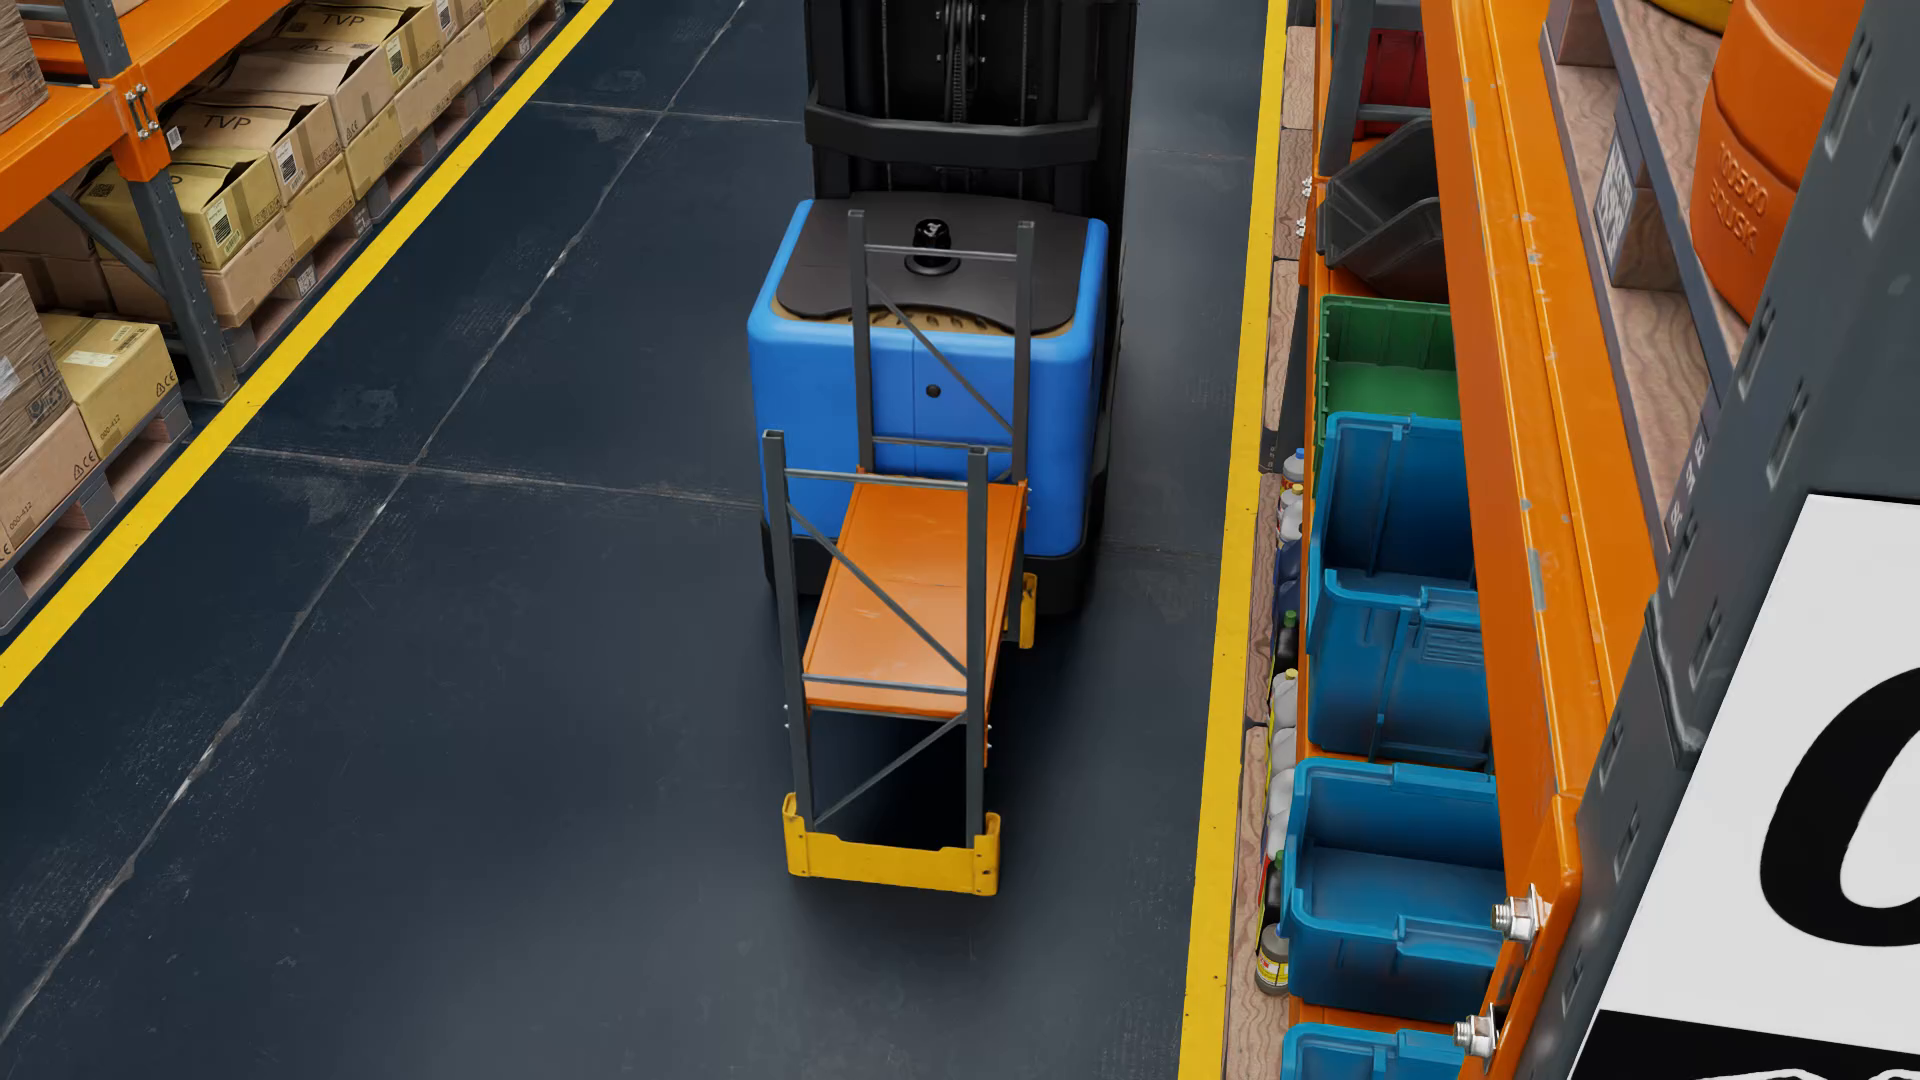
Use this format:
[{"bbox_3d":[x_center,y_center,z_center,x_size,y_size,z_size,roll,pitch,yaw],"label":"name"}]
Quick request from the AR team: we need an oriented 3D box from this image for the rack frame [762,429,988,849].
[{"bbox_3d":[-0.188,0.363,4.134,0.500,1.500,0.032,5,40,6],"label":"rack frame"}]

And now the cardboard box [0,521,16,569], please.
[{"bbox_3d":[-3.331,0.077,5.131,0.500,0.250,0.500,6,40,8],"label":"cardboard box"}]

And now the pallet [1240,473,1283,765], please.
[{"bbox_3d":[1.423,0.276,5.250,1.003,0.211,1.213,6,40,8],"label":"pallet"}]

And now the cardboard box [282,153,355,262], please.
[{"bbox_3d":[-2.894,-1.413,6.933,0.500,0.250,0.500,7,40,9],"label":"cardboard box"}]

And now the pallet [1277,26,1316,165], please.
[{"bbox_3d":[2.100,-2.169,8.208,1.003,0.211,1.213,6,40,8],"label":"pallet"}]

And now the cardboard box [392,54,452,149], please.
[{"bbox_3d":[-2.718,-2.057,7.712,0.500,0.250,0.500,7,40,9],"label":"cardboard box"}]

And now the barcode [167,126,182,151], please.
[{"bbox_3d":[-2.844,-1.454,6.018,0.001,0.075,0.075,6,40,8],"label":"barcode"}]

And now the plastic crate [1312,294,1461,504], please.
[{"bbox_3d":[1.067,-0.313,3.941,0.450,0.188,0.662,6,40,8],"label":"plastic crate"}]

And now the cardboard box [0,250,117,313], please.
[{"bbox_3d":[-3.512,-1.158,6.625,0.500,0.250,0.500,6,40,7],"label":"cardboard box"}]

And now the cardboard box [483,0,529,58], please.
[{"bbox_3d":[-2.542,-2.696,8.485,0.500,0.250,0.500,6,40,7],"label":"cardboard box"}]

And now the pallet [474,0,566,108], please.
[{"bbox_3d":[-2.786,-2.687,8.835,1.003,0.211,1.213,6,40,8],"label":"pallet"}]

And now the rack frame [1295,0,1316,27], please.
[{"bbox_3d":[2.272,-3.726,7.902,1.000,3.000,0.127,6,40,8],"label":"rack frame"}]

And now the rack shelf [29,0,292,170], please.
[{"bbox_3d":[-2.952,-2.742,7.277,1.077,0.370,4.000,6,40,8],"label":"rack shelf"}]

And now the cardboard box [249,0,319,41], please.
[{"bbox_3d":[-3.247,-2.323,7.594,0.500,0.311,0.500,6,40,7],"label":"cardboard box"}]

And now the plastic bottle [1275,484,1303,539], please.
[{"bbox_3d":[1.076,-0.091,5.357,0.097,0.201,0.097,0,40,0],"label":"plastic bottle"}]

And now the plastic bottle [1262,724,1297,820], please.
[{"bbox_3d":[0.893,0.599,4.405,0.144,0.351,0.185,8,40,10],"label":"plastic bottle"}]

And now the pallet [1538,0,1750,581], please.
[{"bbox_3d":[1.128,-0.297,1.549,1.003,0.211,1.213,6,40,8],"label":"pallet"}]

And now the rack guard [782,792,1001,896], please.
[{"bbox_3d":[-0.185,0.832,4.547,0.587,0.250,0.087,5,40,6],"label":"rack guard"}]

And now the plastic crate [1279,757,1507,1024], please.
[{"bbox_3d":[0.798,0.598,2.789,0.499,0.251,0.408,6,40,8],"label":"plastic crate"}]

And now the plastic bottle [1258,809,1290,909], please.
[{"bbox_3d":[0.845,0.819,4.198,0.152,0.276,0.135,7,40,8],"label":"plastic bottle"}]

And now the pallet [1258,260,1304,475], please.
[{"bbox_3d":[1.678,-0.638,6.356,1.003,0.211,1.213,6,40,8],"label":"pallet"}]

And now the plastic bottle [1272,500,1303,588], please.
[{"bbox_3d":[1.064,0.022,5.161,0.152,0.276,0.135,8,40,9],"label":"plastic bottle"}]

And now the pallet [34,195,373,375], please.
[{"bbox_3d":[-3.209,-1.156,6.982,1.003,0.211,1.213,6,40,8],"label":"pallet"}]

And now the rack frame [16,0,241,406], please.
[{"bbox_3d":[-3.298,-1.764,5.530,1.000,3.000,0.127,6,40,8],"label":"rack frame"}]

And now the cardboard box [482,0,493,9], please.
[{"bbox_3d":[-2.537,-2.910,8.304,0.500,0.311,0.500,6,40,7],"label":"cardboard box"}]

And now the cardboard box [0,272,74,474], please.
[{"bbox_3d":[-3.261,-0.528,5.274,0.500,0.500,0.500,6,40,8],"label":"cardboard box"}]

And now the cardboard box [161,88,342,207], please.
[{"bbox_3d":[-2.889,-1.628,6.753,0.500,0.311,0.500,6,40,7],"label":"cardboard box"}]

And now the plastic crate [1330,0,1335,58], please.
[{"bbox_3d":[1.465,-1.936,5.750,0.392,0.384,0.575,6,40,8],"label":"plastic crate"}]

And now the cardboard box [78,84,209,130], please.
[{"bbox_3d":[-3.426,-1.695,6.835,0.500,0.311,0.500,7,40,9],"label":"cardboard box"}]

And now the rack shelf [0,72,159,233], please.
[{"bbox_3d":[-3.644,-0.232,4.241,1.077,0.370,4.000,6,40,8],"label":"rack shelf"}]

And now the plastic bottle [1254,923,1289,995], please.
[{"bbox_3d":[0.774,1.003,4.034,0.097,0.201,0.097,0,40,0],"label":"plastic bottle"}]

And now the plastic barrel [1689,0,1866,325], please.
[{"bbox_3d":[0.847,-0.508,0.989,0.600,0.830,0.708,6,40,8],"label":"plastic barrel"}]

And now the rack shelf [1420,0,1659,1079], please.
[{"bbox_3d":[1.234,-0.839,2.621,1.077,0.370,4.000,6,40,8],"label":"rack shelf"}]

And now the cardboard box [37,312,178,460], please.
[{"bbox_3d":[-3.163,-0.551,5.891,0.500,0.250,0.500,6,40,8],"label":"cardboard box"}]

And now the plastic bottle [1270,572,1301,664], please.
[{"bbox_3d":[0.999,0.215,4.869,0.144,0.351,0.185,5,40,6],"label":"plastic bottle"}]

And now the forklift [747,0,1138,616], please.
[{"bbox_3d":[0.066,-1.822,5.654,1.130,2.935,3.031,5,40,6],"label":"forklift"}]

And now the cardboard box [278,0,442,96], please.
[{"bbox_3d":[-2.716,-2.279,7.541,0.500,0.311,0.500,7,40,9],"label":"cardboard box"}]

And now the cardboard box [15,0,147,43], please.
[{"bbox_3d":[-3.256,-2.020,5.957,0.500,0.250,0.500,9,40,10],"label":"cardboard box"}]

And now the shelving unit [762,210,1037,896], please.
[{"bbox_3d":[-0.118,0.036,4.529,0.587,1.500,1.083,5,40,6],"label":"shelving unit"}]

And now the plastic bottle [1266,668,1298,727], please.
[{"bbox_3d":[0.927,0.448,4.705,0.097,0.201,0.097,0,40,0],"label":"plastic bottle"}]
